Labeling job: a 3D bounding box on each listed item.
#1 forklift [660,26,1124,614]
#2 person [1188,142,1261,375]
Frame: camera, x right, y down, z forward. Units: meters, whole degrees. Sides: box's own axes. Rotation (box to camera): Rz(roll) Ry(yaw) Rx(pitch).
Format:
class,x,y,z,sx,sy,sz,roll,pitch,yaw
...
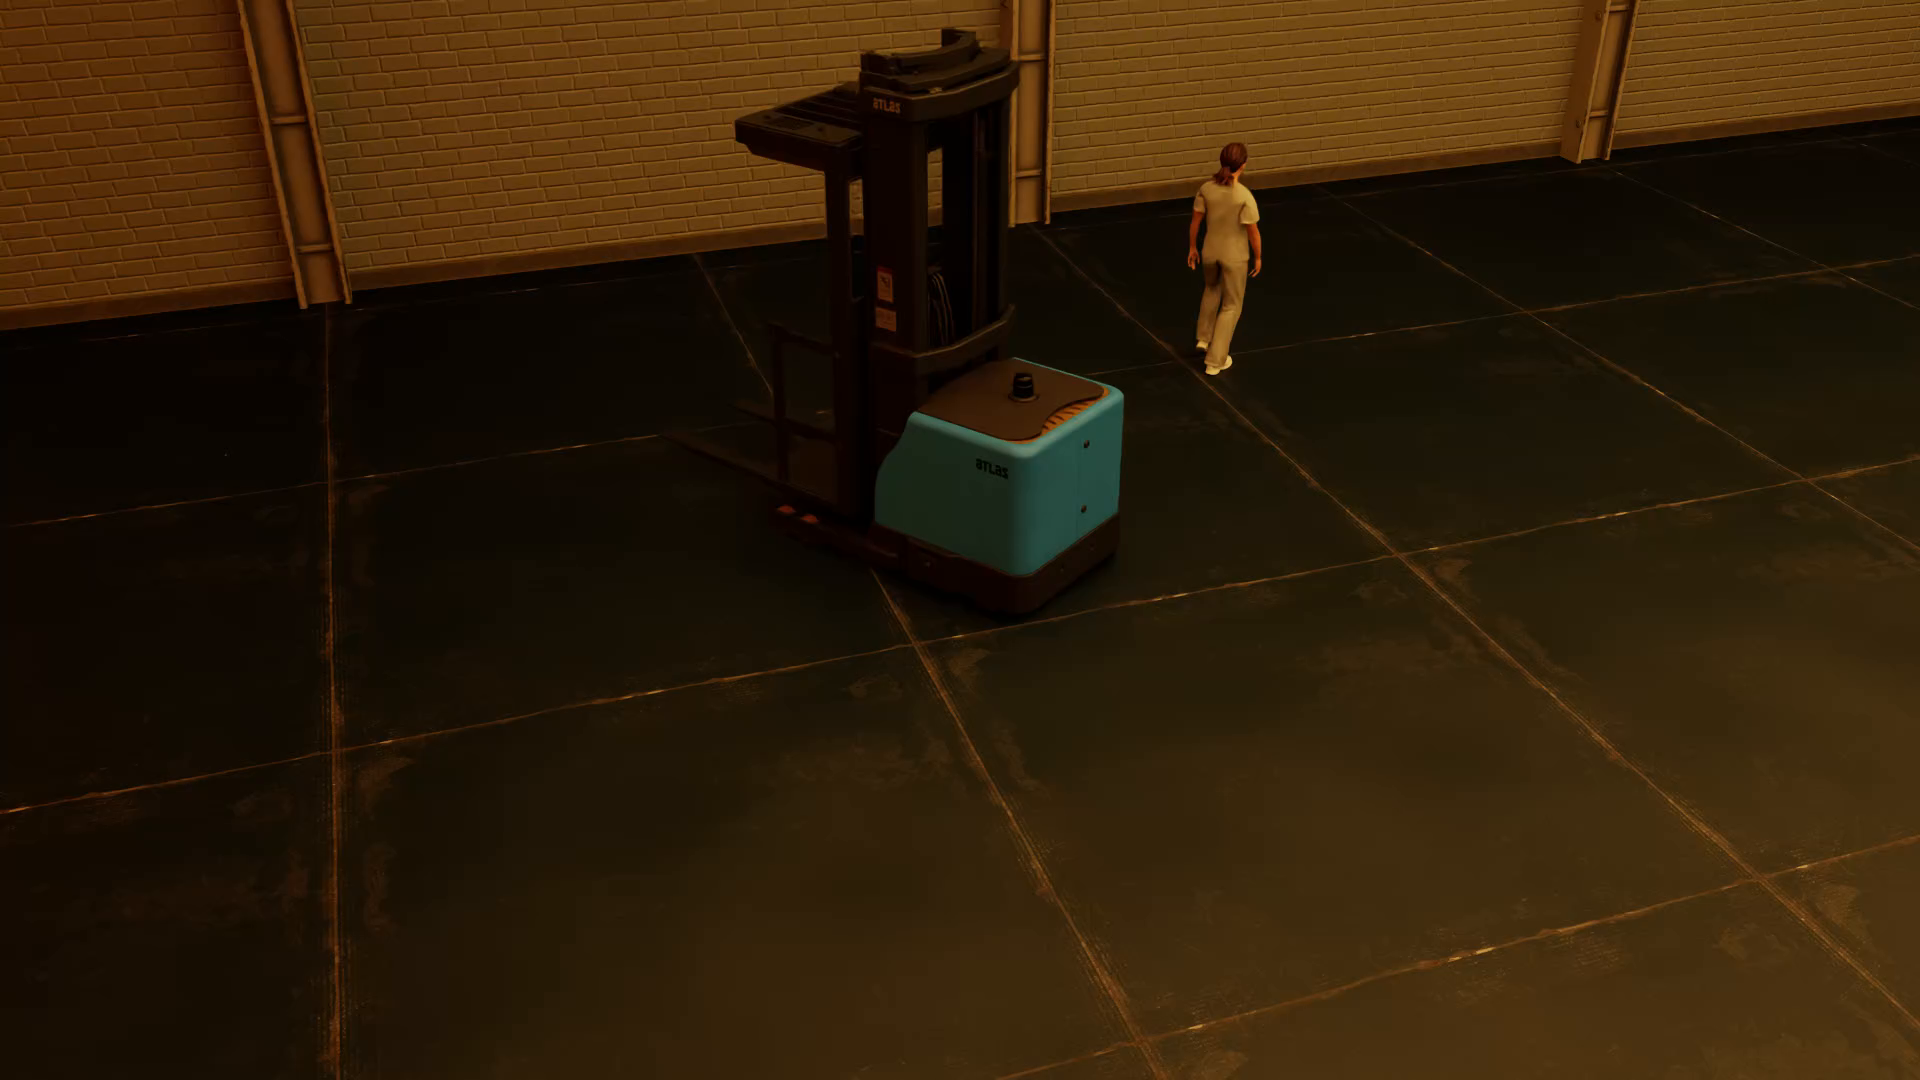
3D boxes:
class,x,y,z,sx,sy,sz,roll,pitch,yaw
forklift,-0.542,-1.443,9.595,3.031,2.935,1.130,21,36,32
person,1.908,-2.012,11.927,0.545,1.710,0.530,21,36,32
